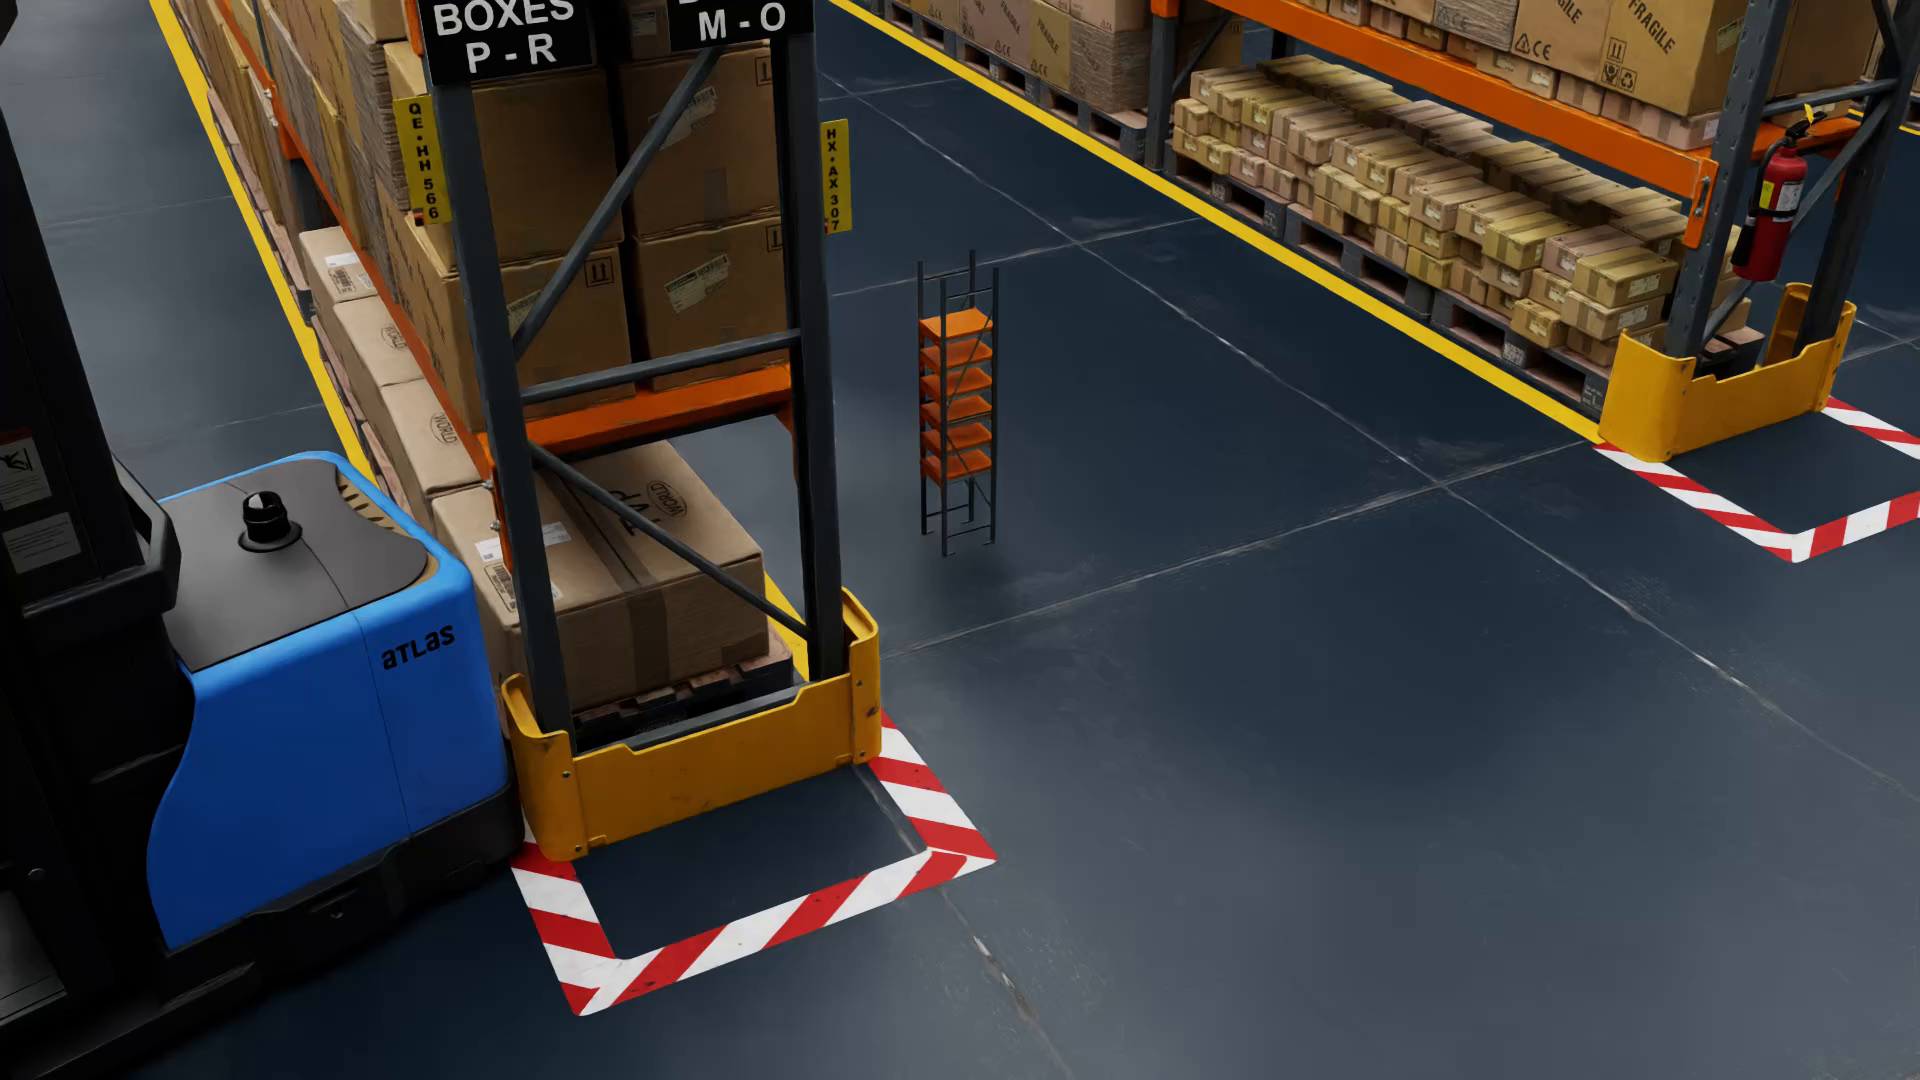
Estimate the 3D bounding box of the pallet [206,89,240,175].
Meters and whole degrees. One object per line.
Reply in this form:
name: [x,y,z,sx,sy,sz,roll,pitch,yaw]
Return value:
pallet: [-4.279,-2.734,10.822,1.003,0.211,1.213,-16,36,-23]

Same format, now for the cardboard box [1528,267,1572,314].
cardboard box: [2.910,-1.199,7.819,0.380,0.149,0.250,-17,36,-24]

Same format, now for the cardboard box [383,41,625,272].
cardboard box: [-1.285,-1.119,4.697,0.500,0.500,0.500,-15,35,-22]

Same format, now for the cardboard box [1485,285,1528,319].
cardboard box: [2.796,-1.199,8.095,0.380,0.149,0.250,-16,36,-23]

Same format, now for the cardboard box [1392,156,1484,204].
cardboard box: [2.448,-1.828,8.525,0.380,0.149,0.250,-17,36,-25]

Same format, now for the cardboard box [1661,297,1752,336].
cardboard box: [3.521,-1.086,7.918,0.380,0.149,0.250,-15,36,-22]

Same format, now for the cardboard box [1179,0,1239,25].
cardboard box: [1.507,-3.547,10.739,0.500,0.250,0.500,-18,37,-25]

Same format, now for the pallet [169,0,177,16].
pallet: [-6.080,-4.667,13.840,1.003,0.211,1.213,-16,36,-23]

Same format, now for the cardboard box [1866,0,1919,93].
cardboard box: [6.709,-3.405,10.865,0.875,0.875,0.875,-16,36,-23]

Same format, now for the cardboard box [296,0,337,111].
cardboard box: [-2.015,-1.839,5.820,0.500,0.500,0.500,-16,36,-23]

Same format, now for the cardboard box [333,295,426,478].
cardboard box: [-2.099,-0.739,7.109,0.875,0.438,0.875,-17,36,-24]

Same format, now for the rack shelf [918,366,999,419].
rack shelf: [-0.007,-0.576,6.396,0.258,0.103,0.180,-16,36,-23]

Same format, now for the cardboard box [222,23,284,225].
cardboard box: [-3.502,-2.382,9.268,0.875,0.875,0.875,-15,36,-22]

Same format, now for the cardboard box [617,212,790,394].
cardboard box: [-0.819,-0.829,5.171,0.500,0.500,0.500,-16,36,-23]

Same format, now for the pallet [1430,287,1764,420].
pallet: [3.099,-1.038,8.174,1.003,0.211,1.213,-16,36,-23]

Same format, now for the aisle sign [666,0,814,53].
aisle sign: [-0.559,-1.619,4.087,0.394,0.787,0.004,-16,36,-23]

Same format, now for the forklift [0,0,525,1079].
forklift: [-2.796,0.083,3.904,3.031,2.935,1.130,-25,40,-34]

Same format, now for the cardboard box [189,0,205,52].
cardboard box: [-4.834,-3.646,11.707,0.950,0.372,0.625,-18,37,-26]

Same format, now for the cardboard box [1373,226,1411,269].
cardboard box: [2.385,-1.555,8.651,0.380,0.149,0.250,-15,36,-22]

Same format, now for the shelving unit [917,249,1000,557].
shelving unit: [-0.007,-0.512,6.437,0.258,1.200,0.189,-16,36,-23]

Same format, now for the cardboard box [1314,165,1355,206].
cardboard box: [2.139,-1.928,8.956,0.380,0.149,0.250,-16,36,-23]

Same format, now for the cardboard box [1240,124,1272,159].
cardboard box: [1.846,-2.331,9.585,0.380,0.149,0.250,-16,36,-23]

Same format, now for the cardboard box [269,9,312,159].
cardboard box: [-2.496,-1.906,6.852,0.500,0.500,0.500,-16,36,-23]

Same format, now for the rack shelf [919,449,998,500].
rack shelf: [-0.007,-0.273,6.591,0.258,0.103,0.180,-16,36,-23]

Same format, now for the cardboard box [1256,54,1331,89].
cardboard box: [2.014,-2.811,10.059,0.380,0.149,0.250,-15,36,-22]

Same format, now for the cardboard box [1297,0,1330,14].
cardboard box: [1.998,-2.878,8.695,0.380,0.149,0.250,-15,36,-22]

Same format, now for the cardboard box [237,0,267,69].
cardboard box: [-3.147,-2.482,7.983,0.500,0.250,0.500,-17,36,-24]

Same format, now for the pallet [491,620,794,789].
pallet: [-1.292,0.326,6.045,1.003,0.211,1.213,-16,36,-23]

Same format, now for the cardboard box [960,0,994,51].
cardboard box: [0.337,-3.837,11.886,0.500,0.500,0.500,-17,36,-24]

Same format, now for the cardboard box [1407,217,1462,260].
cardboard box: [2.487,-1.552,8.370,0.380,0.149,0.250,-15,36,-22]

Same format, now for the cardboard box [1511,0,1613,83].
cardboard box: [2.810,-2.343,7.259,0.500,0.500,0.500,-16,36,-24]

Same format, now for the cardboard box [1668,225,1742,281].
cardboard box: [3.539,-1.342,7.765,0.380,0.149,0.250,-18,37,-25]

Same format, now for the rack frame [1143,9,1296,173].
rack frame: [1.617,-3.688,9.726,1.000,3.000,0.127,-16,36,-23]

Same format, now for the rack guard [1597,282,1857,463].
rack guard: [3.447,-0.763,7.477,1.175,0.500,0.348,-16,36,-23]

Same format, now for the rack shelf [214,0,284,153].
rack shelf: [-3.647,-3.046,9.391,1.077,0.370,4.000,-16,36,-23]

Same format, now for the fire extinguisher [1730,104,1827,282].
fire extinguisher: [3.192,-1.353,6.499,0.296,0.674,0.183,-16,36,-23]

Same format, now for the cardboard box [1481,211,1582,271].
cardboard box: [2.712,-1.421,7.889,0.380,0.149,0.250,-17,36,-24]

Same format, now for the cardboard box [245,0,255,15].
cardboard box: [-3.135,-2.691,7.846,0.500,0.250,0.500,-16,36,-23]

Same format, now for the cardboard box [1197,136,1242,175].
cardboard box: [1.627,-2.283,9.786,0.380,0.149,0.250,-15,35,-22]

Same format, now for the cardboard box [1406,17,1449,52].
cardboard box: [2.419,-2.517,8.132,0.380,0.149,0.250,-15,36,-22]

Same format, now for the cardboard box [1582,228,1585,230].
cardboard box: [3.195,-1.435,8.187,0.380,0.149,0.250,-15,36,-23]

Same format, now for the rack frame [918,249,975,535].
rack frame: [-0.049,-0.556,6.505,0.240,1.200,0.006,-16,36,-23]

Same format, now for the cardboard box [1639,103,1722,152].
cardboard box: [3.080,-1.758,6.946,0.380,0.149,0.250,-16,36,-23]

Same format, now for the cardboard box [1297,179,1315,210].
cardboard box: [2.108,-1.949,9.265,0.380,0.149,0.250,-17,37,-25]

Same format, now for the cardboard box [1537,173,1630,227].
cardboard box: [3.111,-1.693,8.314,0.380,0.149,0.250,-18,37,-25]

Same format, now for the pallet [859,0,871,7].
pallet: [-0.549,-4.818,14.075,1.003,0.211,1.213,-16,36,-23]

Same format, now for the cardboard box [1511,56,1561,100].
cardboard box: [2.728,-2.118,7.508,0.380,0.149,0.250,-15,36,-22]

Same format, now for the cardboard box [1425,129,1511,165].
cardboard box: [2.706,-2.061,8.888,0.380,0.149,0.250,-16,36,-23]

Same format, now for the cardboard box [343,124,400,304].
cardboard box: [-1.778,-1.178,5.715,0.500,0.500,0.500,-15,36,-22]

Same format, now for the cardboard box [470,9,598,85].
cardboard box: [-1.194,-1.343,4.445,0.380,0.149,0.250,-15,36,-22]

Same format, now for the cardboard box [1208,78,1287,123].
cardboard box: [1.671,-2.552,9.655,0.380,0.149,0.250,-14,35,-21]

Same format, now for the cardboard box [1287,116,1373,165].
cardboard box: [2.020,-2.183,9.079,0.380,0.149,0.250,-15,36,-22]

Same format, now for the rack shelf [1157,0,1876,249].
rack shelf: [2.550,-2.431,8.430,1.077,0.370,4.000,-16,36,-23]

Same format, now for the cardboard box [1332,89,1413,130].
cardboard box: [2.342,-2.438,9.477,0.380,0.149,0.250,-15,35,-22]

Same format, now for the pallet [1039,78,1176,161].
pallet: [1.253,-2.885,11.058,1.003,0.211,1.213,-16,36,-23]

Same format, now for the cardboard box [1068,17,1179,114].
cardboard box: [1.049,-3.102,10.740,0.500,0.500,0.500,-17,36,-24]
